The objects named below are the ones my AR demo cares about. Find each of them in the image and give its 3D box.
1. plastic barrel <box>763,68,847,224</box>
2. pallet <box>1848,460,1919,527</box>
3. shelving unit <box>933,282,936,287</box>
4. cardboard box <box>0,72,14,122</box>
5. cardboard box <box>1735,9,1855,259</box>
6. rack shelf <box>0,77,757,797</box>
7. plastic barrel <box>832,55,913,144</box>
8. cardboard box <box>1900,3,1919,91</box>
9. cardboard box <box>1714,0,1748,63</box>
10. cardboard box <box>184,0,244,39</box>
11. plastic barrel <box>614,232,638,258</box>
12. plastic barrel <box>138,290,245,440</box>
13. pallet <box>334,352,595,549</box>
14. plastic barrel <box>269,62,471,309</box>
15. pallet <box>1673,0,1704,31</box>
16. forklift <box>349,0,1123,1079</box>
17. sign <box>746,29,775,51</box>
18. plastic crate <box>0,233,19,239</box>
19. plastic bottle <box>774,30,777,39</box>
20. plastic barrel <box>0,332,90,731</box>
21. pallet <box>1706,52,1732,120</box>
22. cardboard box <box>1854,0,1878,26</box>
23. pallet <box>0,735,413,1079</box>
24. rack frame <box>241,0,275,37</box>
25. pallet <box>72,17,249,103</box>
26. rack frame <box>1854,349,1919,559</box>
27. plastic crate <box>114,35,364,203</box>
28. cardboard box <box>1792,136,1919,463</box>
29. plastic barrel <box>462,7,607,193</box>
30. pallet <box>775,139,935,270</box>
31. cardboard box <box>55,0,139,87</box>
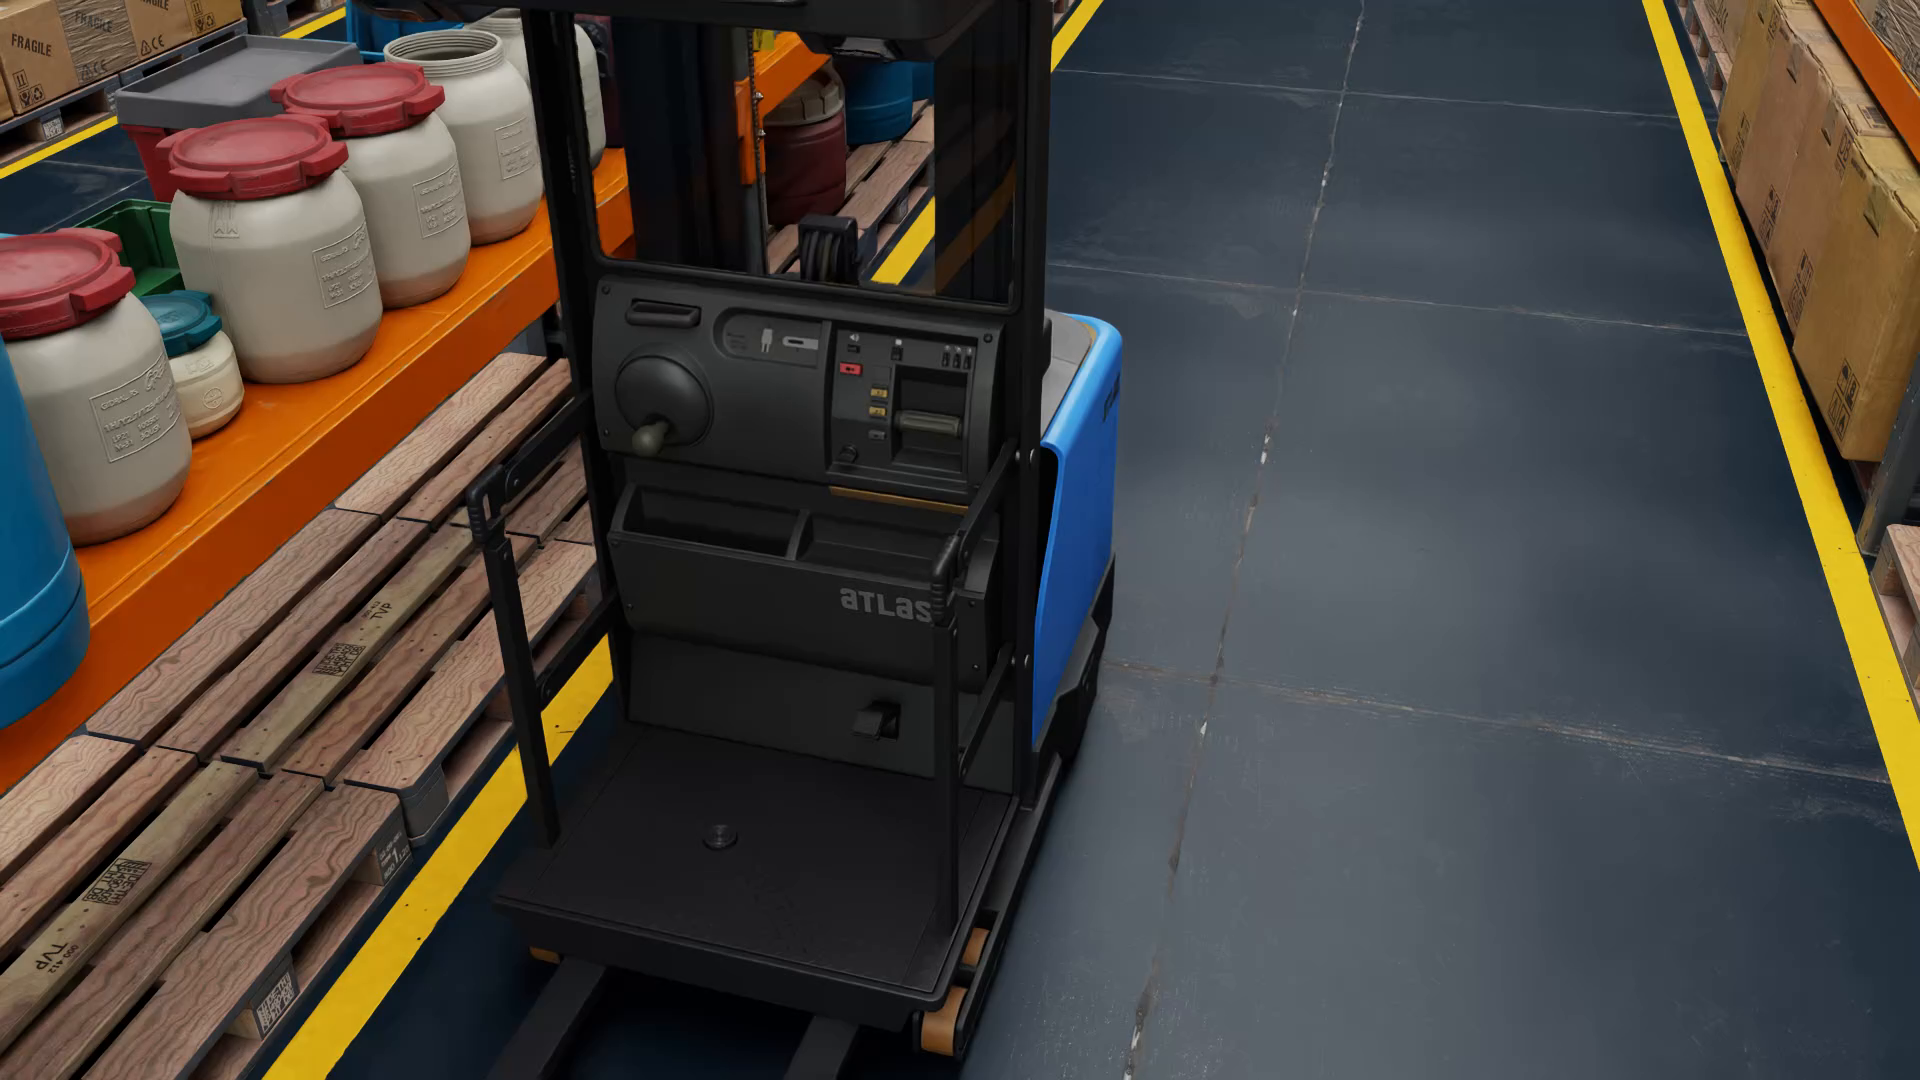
[{"bbox_3d":[-0.831,-1.847,7.716,0.600,0.588,0.708,8,33,12],"label":"plastic barrel"},{"bbox_3d":[3.838,-0.393,6.172,1.003,0.211,1.213,8,33,12],"label":"pallet"},{"bbox_3d":[0.002,-0.384,5.515,0.258,0.900,0.210,8,33,12],"label":"shelving unit"},{"bbox_3d":[-5.364,-2.382,8.621,0.500,0.500,0.500,8,33,12],"label":"cardboard box"},{"bbox_3d":[4.211,-1.729,7.263,1.225,0.875,0.875,7,33,11],"label":"cardboard box"},{"bbox_3d":[-1.733,-0.504,4.418,1.077,0.370,4.000,8,33,12],"label":"rack shelf"},{"bbox_3d":[-0.545,-2.565,8.554,0.600,0.901,0.708,8,33,12],"label":"plastic barrel"},{"bbox_3d":[3.583,-1.761,5.631,0.500,0.500,0.500,8,33,12],"label":"cardboard box"},{"bbox_3d":[5.054,-3.326,9.775,0.875,0.875,0.875,8,33,12],"label":"cardboard box"},{"bbox_3d":[-4.849,-3.433,10.274,0.500,0.500,0.500,8,33,12],"label":"cardboard box"},{"bbox_3d":[-1.118,-1.363,6.730,0.600,0.830,0.708,8,33,12],"label":"plastic barrel"},{"bbox_3d":[-1.756,-0.377,3.677,0.301,0.262,0.301,0,32,0],"label":"plastic barrel"},{"bbox_3d":[-1.460,-0.272,5.981,1.003,0.211,1.213,8,33,12],"label":"pallet"},{"bbox_3d":[-1.490,-0.899,4.242,0.433,0.535,0.433,0,32,0],"label":"plastic barrel"},{"bbox_3d":[5.468,-3.720,11.405,1.003,0.211,1.213,8,33,12],"label":"pallet"},{"bbox_3d":[-0.429,-0.278,3.456,1.130,2.935,3.031,9,34,14],"label":"forklift"},{"bbox_3d":[-0.692,-1.843,5.701,0.100,0.325,0.005,8,33,12],"label":"sign"},{"bbox_3d":[-2.262,-0.378,3.563,0.392,0.384,0.575,8,33,12],"label":"plastic crate"},{"bbox_3d":[-0.747,-2.028,6.264,0.097,0.271,0.097,0,32,0],"label":"plastic bottle"},{"bbox_3d":[-1.850,-0.141,2.708,0.600,0.901,0.708,8,33,12],"label":"plastic barrel"},{"bbox_3d":[4.849,-2.454,9.414,1.003,0.211,1.213,8,33,12],"label":"pallet"},{"bbox_3d":[3.842,-2.295,6.471,0.500,0.500,0.500,9,33,13],"label":"cardboard box"},{"bbox_3d":[-2.079,0.994,3.989,1.003,0.211,1.213,8,33,12],"label":"pallet"},{"bbox_3d":[-5.001,-4.598,10.186,1.000,3.000,0.127,8,33,12],"label":"rack frame"},{"bbox_3d":[-5.171,-2.993,10.262,1.003,0.211,1.213,8,33,12],"label":"pallet"},{"bbox_3d":[3.565,-1.171,4.796,1.000,3.000,0.127,8,33,12],"label":"rack frame"},{"bbox_3d":[-1.932,-1.076,4.586,0.402,0.464,0.583,8,33,12],"label":"plastic crate"},{"bbox_3d":[3.760,-0.807,5.813,1.225,0.875,0.875,7,33,10],"label":"cardboard box"},{"bbox_3d":[-1.280,-1.330,4.942,0.421,0.512,0.421,0,32,0],"label":"plastic barrel"},{"bbox_3d":[-0.754,-1.715,8.250,1.003,0.211,1.213,8,33,12],"label":"pallet"},{"bbox_3d":[-5.110,-2.918,9.464,0.500,0.500,0.500,8,33,13],"label":"cardboard box"}]
